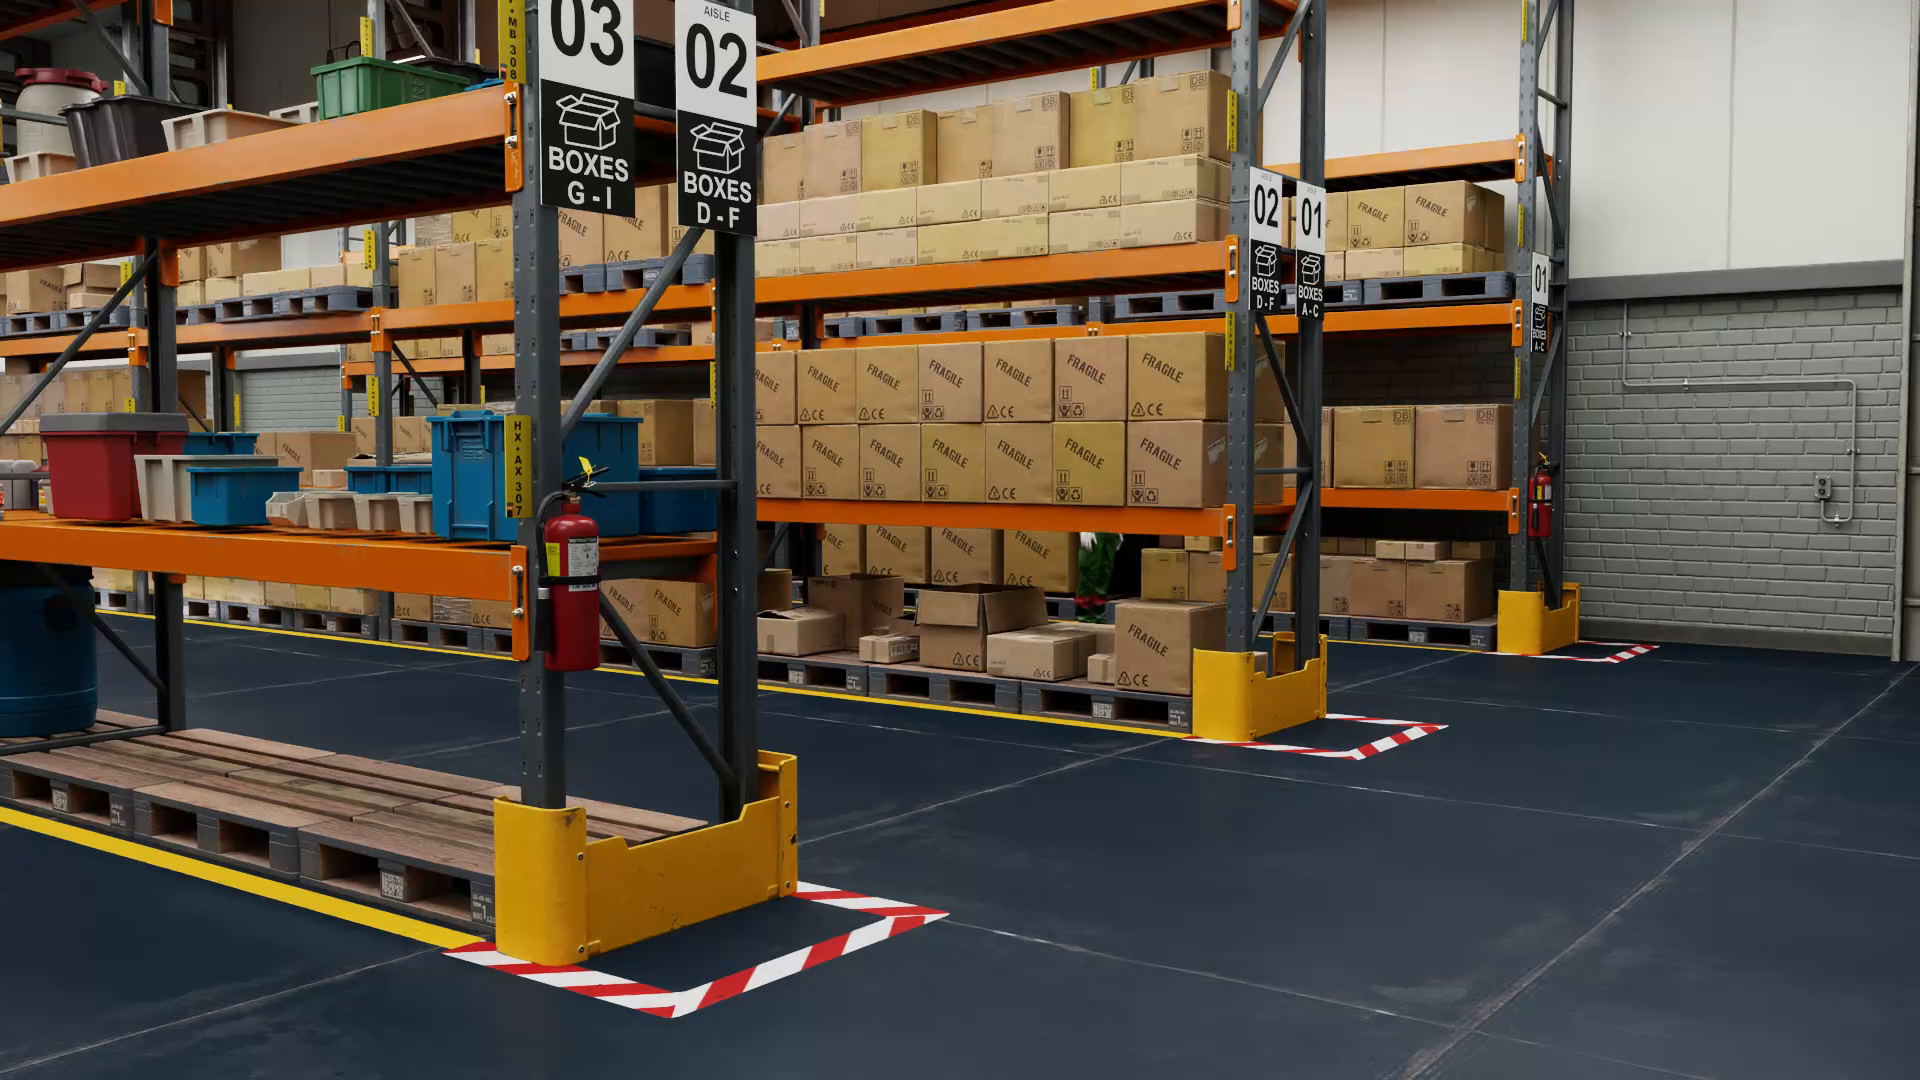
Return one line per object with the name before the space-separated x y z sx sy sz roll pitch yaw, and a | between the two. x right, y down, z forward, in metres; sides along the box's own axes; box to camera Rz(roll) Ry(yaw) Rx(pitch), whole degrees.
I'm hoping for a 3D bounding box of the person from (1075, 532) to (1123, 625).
person | 1.215 -0.054 14.563 0.347 1.798 0.528 2 4 37
